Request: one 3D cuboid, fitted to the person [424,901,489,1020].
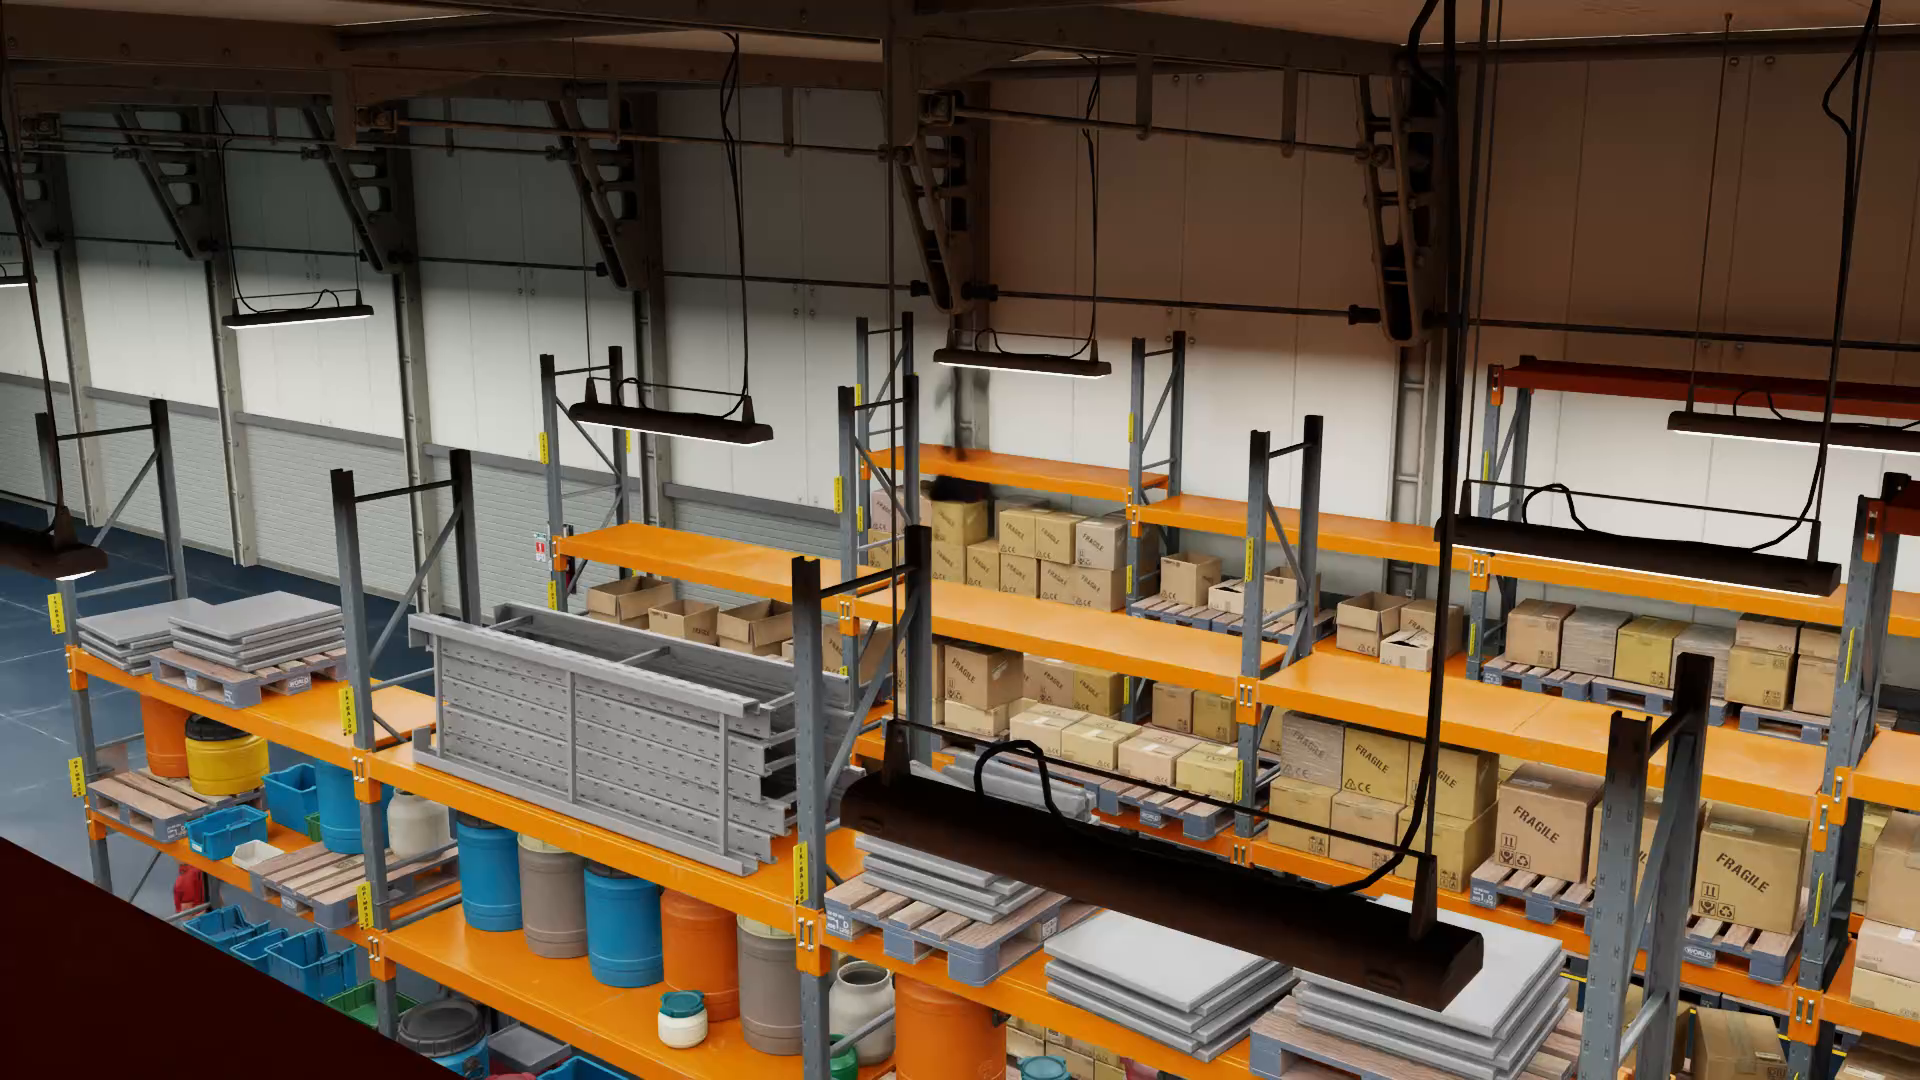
[{"bbox_3d":[-4.671,3.744,15.471,0.916,1.704,0.676,8,15,30],"label":"person"}]

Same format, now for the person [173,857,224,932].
[{"bbox_3d":[-7.191,3.627,15.852,0.962,1.667,0.635,0,13,1],"label":"person"}]
